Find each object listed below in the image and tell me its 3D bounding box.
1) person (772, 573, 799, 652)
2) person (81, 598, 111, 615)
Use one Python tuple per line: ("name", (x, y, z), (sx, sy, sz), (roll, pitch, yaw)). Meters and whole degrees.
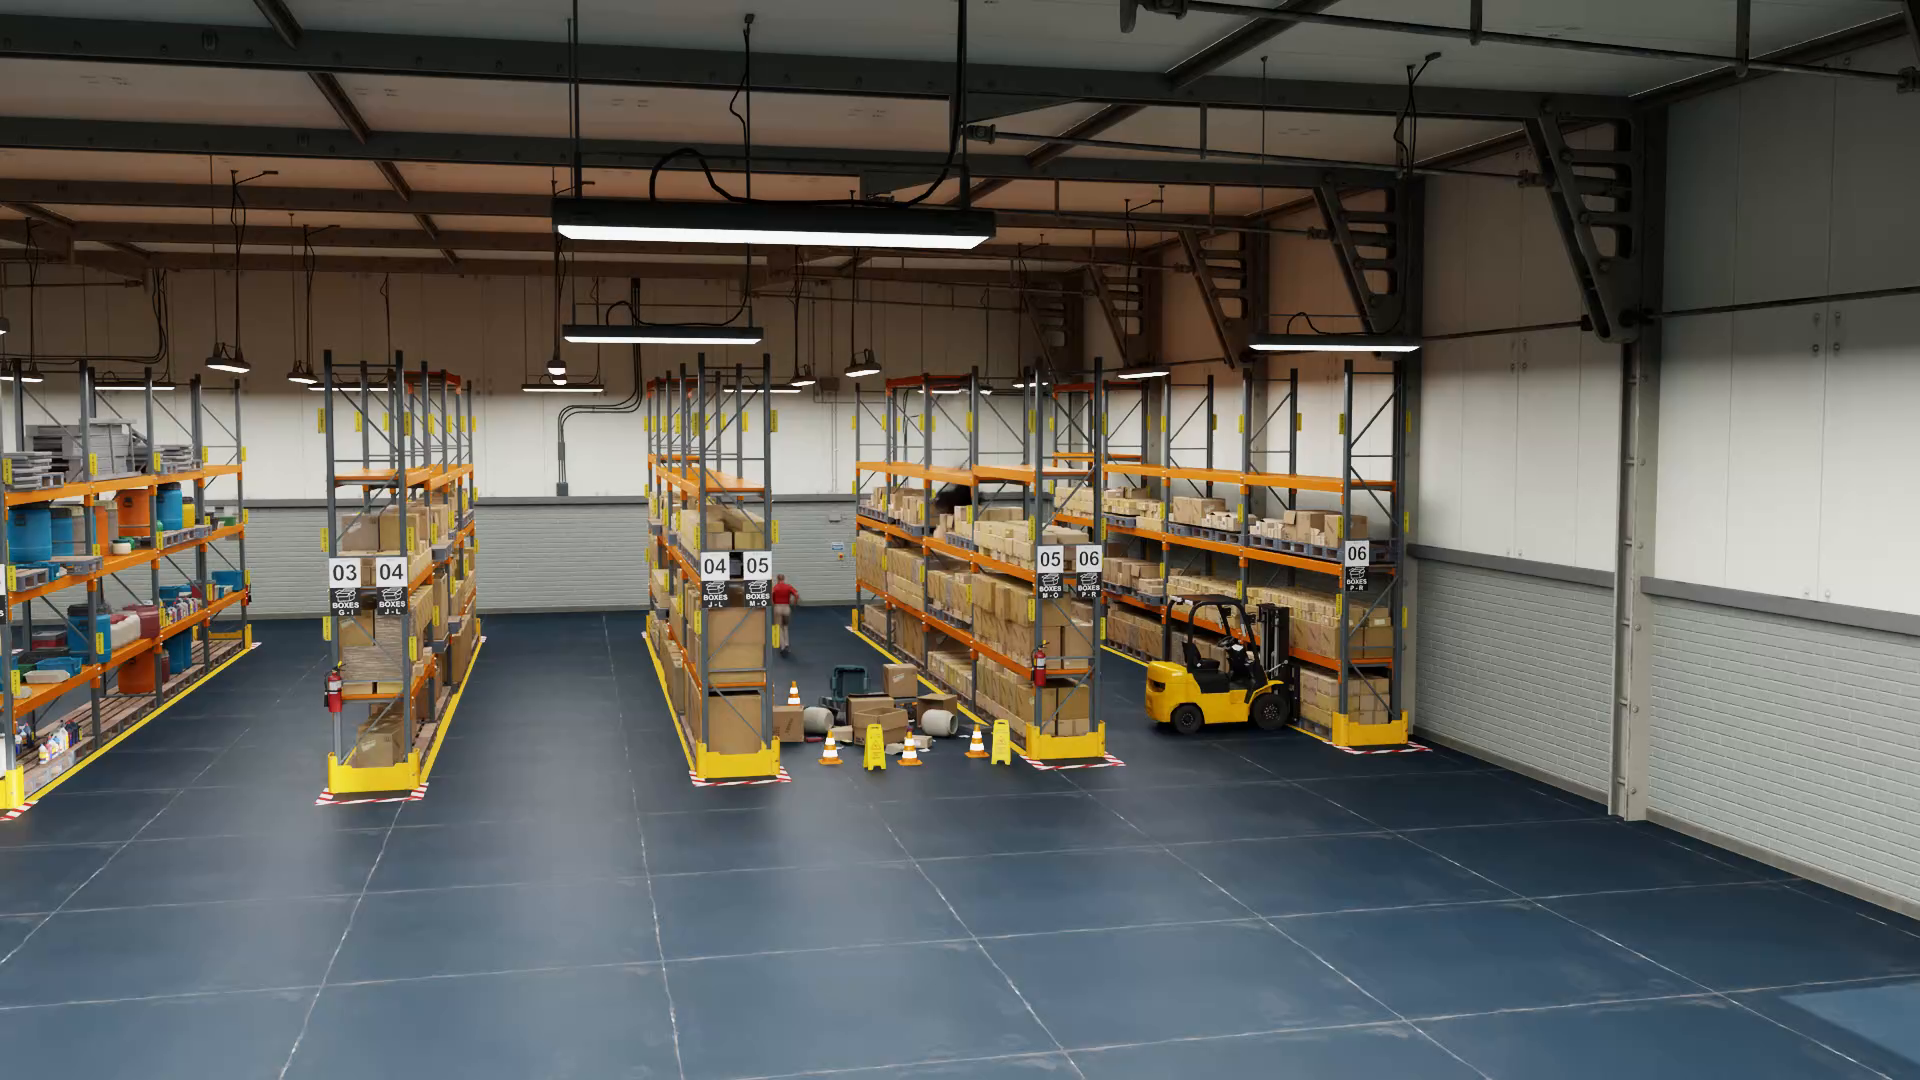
("person", (-3.900, 1.623, 36.391), (0.636, 1.799, 0.774), (-2, 4, -23))
("person", (-17.390, 1.819, 33.427), (0.630, 1.780, 0.773), (-2, 4, -21))
